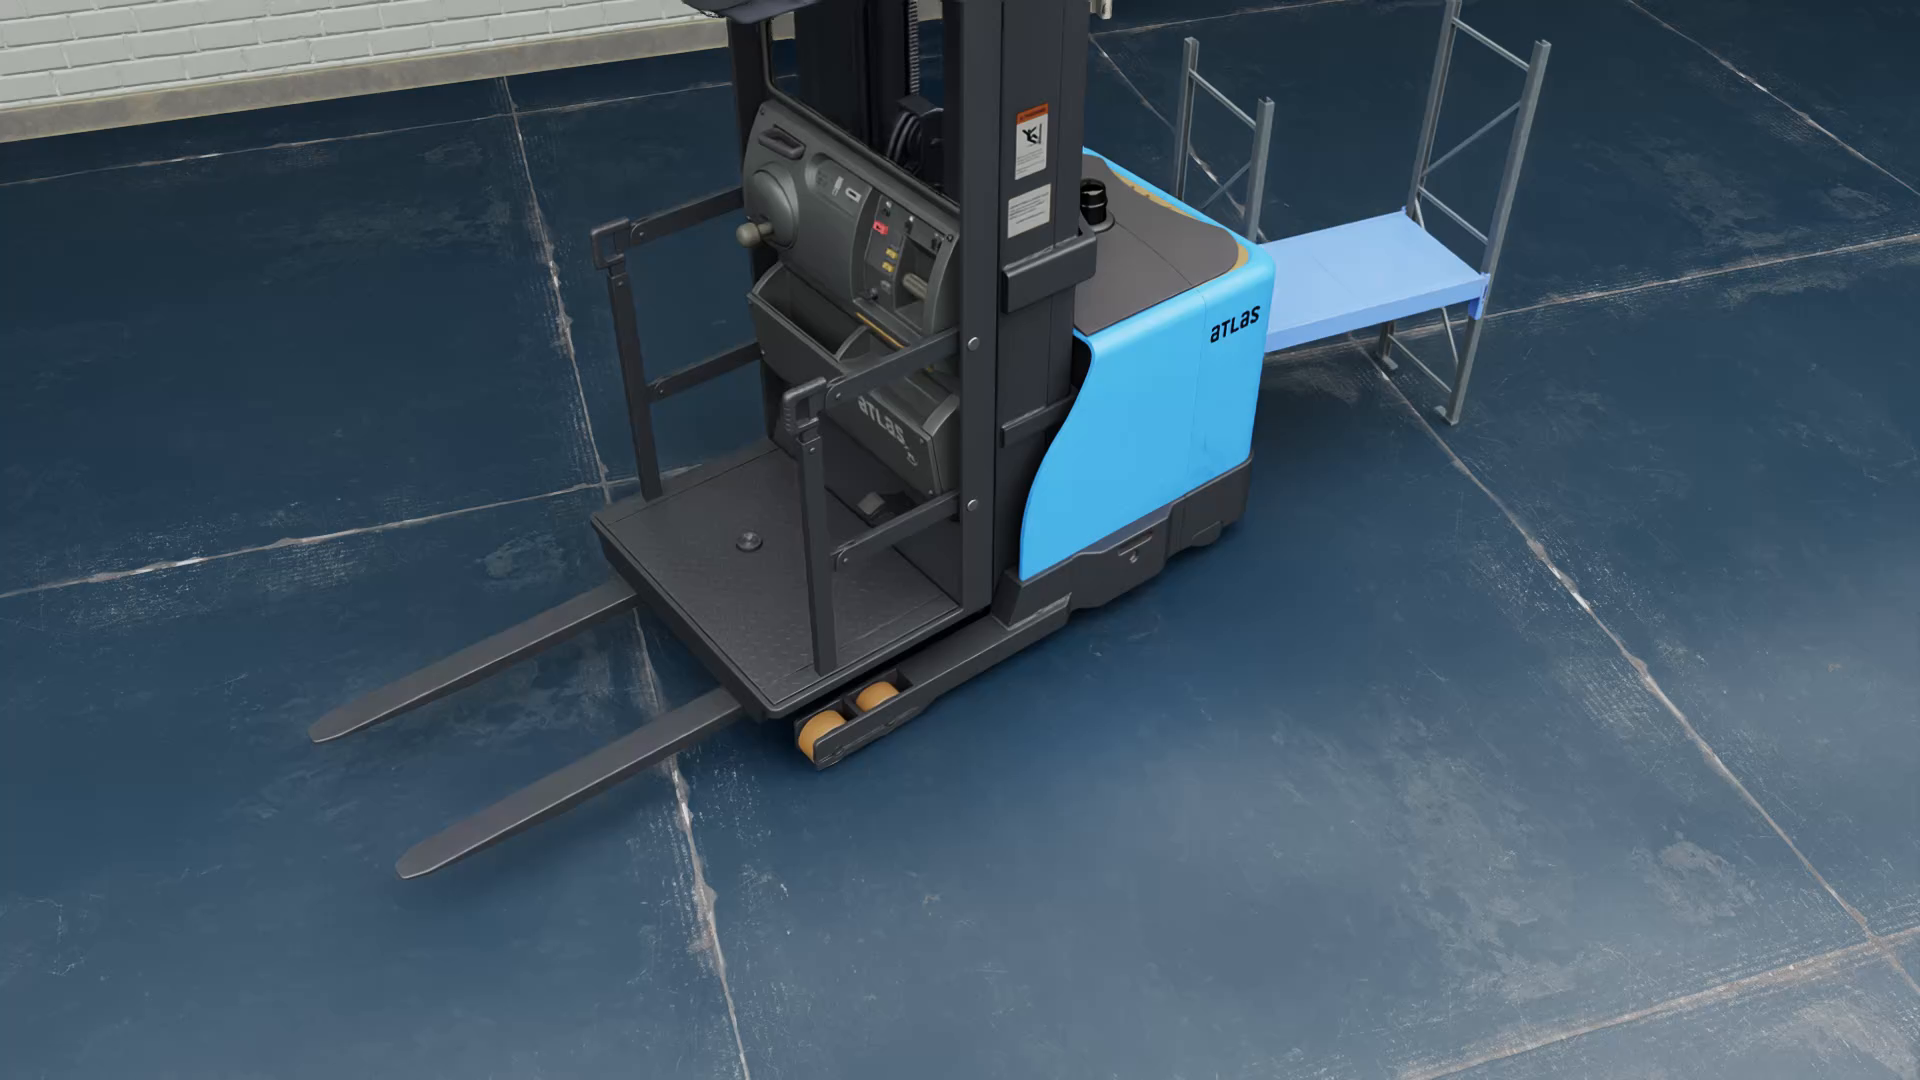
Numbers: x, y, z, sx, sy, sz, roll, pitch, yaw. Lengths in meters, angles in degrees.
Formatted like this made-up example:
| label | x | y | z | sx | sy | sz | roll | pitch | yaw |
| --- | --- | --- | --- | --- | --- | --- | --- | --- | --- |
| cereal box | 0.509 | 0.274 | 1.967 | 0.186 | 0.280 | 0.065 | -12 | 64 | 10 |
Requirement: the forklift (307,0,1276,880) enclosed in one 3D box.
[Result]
| label | x | y | z | sx | sy | sz | roll | pitch | yaw |
| --- | --- | --- | --- | --- | --- | --- | --- | --- | --- |
| forklift | -0.480 | -0.824 | 4.465 | 3.031 | 2.935 | 1.130 | -27 | 48 | -28 |

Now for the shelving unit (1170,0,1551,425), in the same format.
| label | x | y | z | sx | sy | sz | roll | pitch | yaw |
| --- | --- | --- | --- | --- | --- | --- | --- | --- | --- |
| shelving unit | 1.294 | -1.019 | 5.776 | 1.048 | 1.500 | 0.538 | -16 | 44 | -17 |

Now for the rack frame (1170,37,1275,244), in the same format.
| label | x | y | z | sx | sy | sz | roll | pitch | yaw |
| --- | --- | --- | --- | --- | --- | --- | --- | --- | --- |
| rack frame | 0.827 | -0.887 | 5.625 | 0.032 | 1.500 | 0.500 | -16 | 44 | -17 |

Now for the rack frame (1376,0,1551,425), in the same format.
| label | x | y | z | sx | sy | sz | roll | pitch | yaw |
| --- | --- | --- | --- | --- | --- | --- | --- | --- | --- |
| rack frame | 1.761 | -1.151 | 5.928 | 0.032 | 1.500 | 0.500 | -16 | 44 | -17 |

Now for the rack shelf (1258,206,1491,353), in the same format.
| label | x | y | z | sx | sy | sz | roll | pitch | yaw |
| --- | --- | --- | --- | --- | --- | --- | --- | --- | --- |
| rack shelf | 1.294 | -0.884 | 5.895 | 1.000 | 0.185 | 0.538 | -16 | 44 | -17 |
